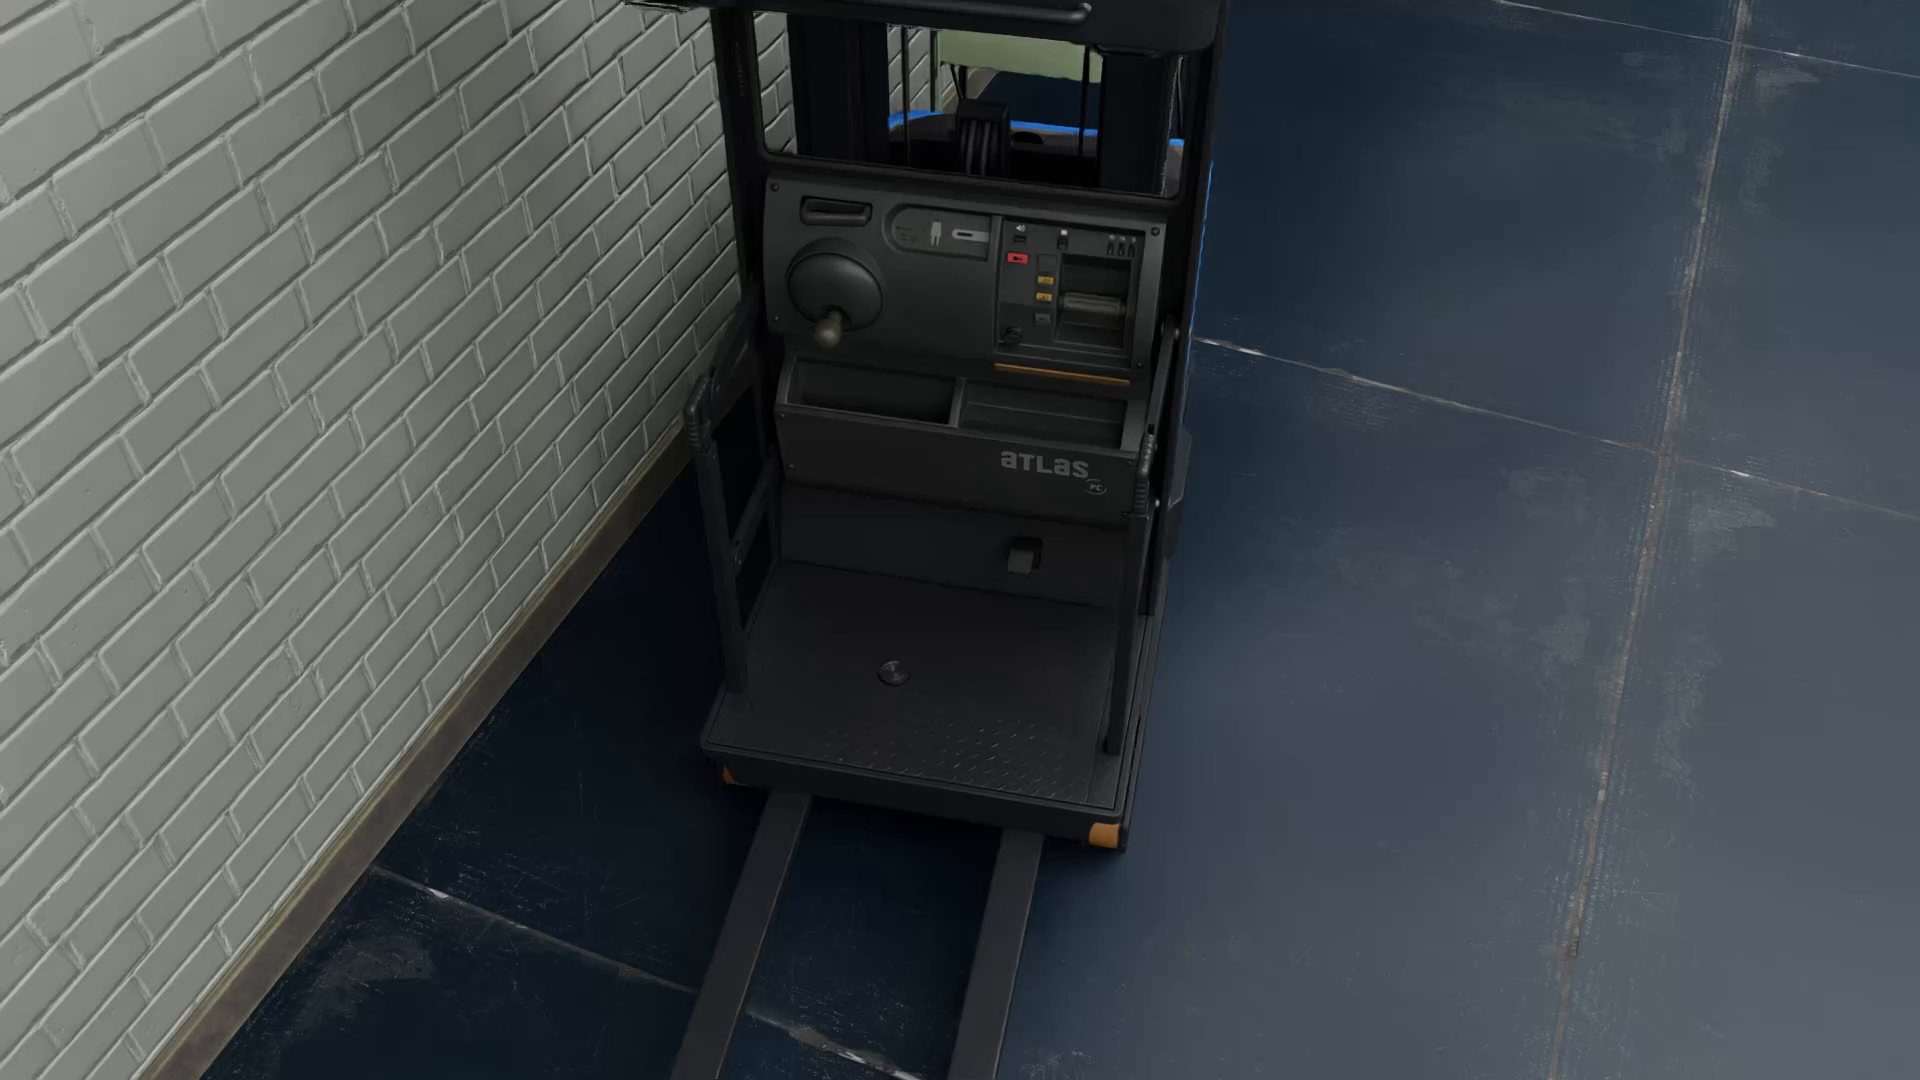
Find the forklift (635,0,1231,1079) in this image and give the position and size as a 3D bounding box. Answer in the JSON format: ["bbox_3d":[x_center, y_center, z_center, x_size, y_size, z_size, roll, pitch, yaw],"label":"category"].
[{"bbox_3d":[-0.041,-0.513,3.688,1.130,2.935,3.031,8,45,8],"label":"forklift"}]

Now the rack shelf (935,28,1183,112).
[{"bbox_3d":[0.323,-1.534,5.166,0.720,0.370,0.431,10,44,10],"label":"rack shelf"}]

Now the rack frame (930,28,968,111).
[{"bbox_3d":[-0.034,-1.314,5.498,0.023,1.500,0.400,10,44,10],"label":"rack frame"}]

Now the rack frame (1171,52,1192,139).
[{"bbox_3d":[0.675,-1.186,5.370,0.023,1.500,0.400,10,44,10],"label":"rack frame"}]

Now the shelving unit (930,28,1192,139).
[{"bbox_3d":[0.321,-1.250,5.434,0.755,1.500,0.431,10,44,10],"label":"shelving unit"}]
